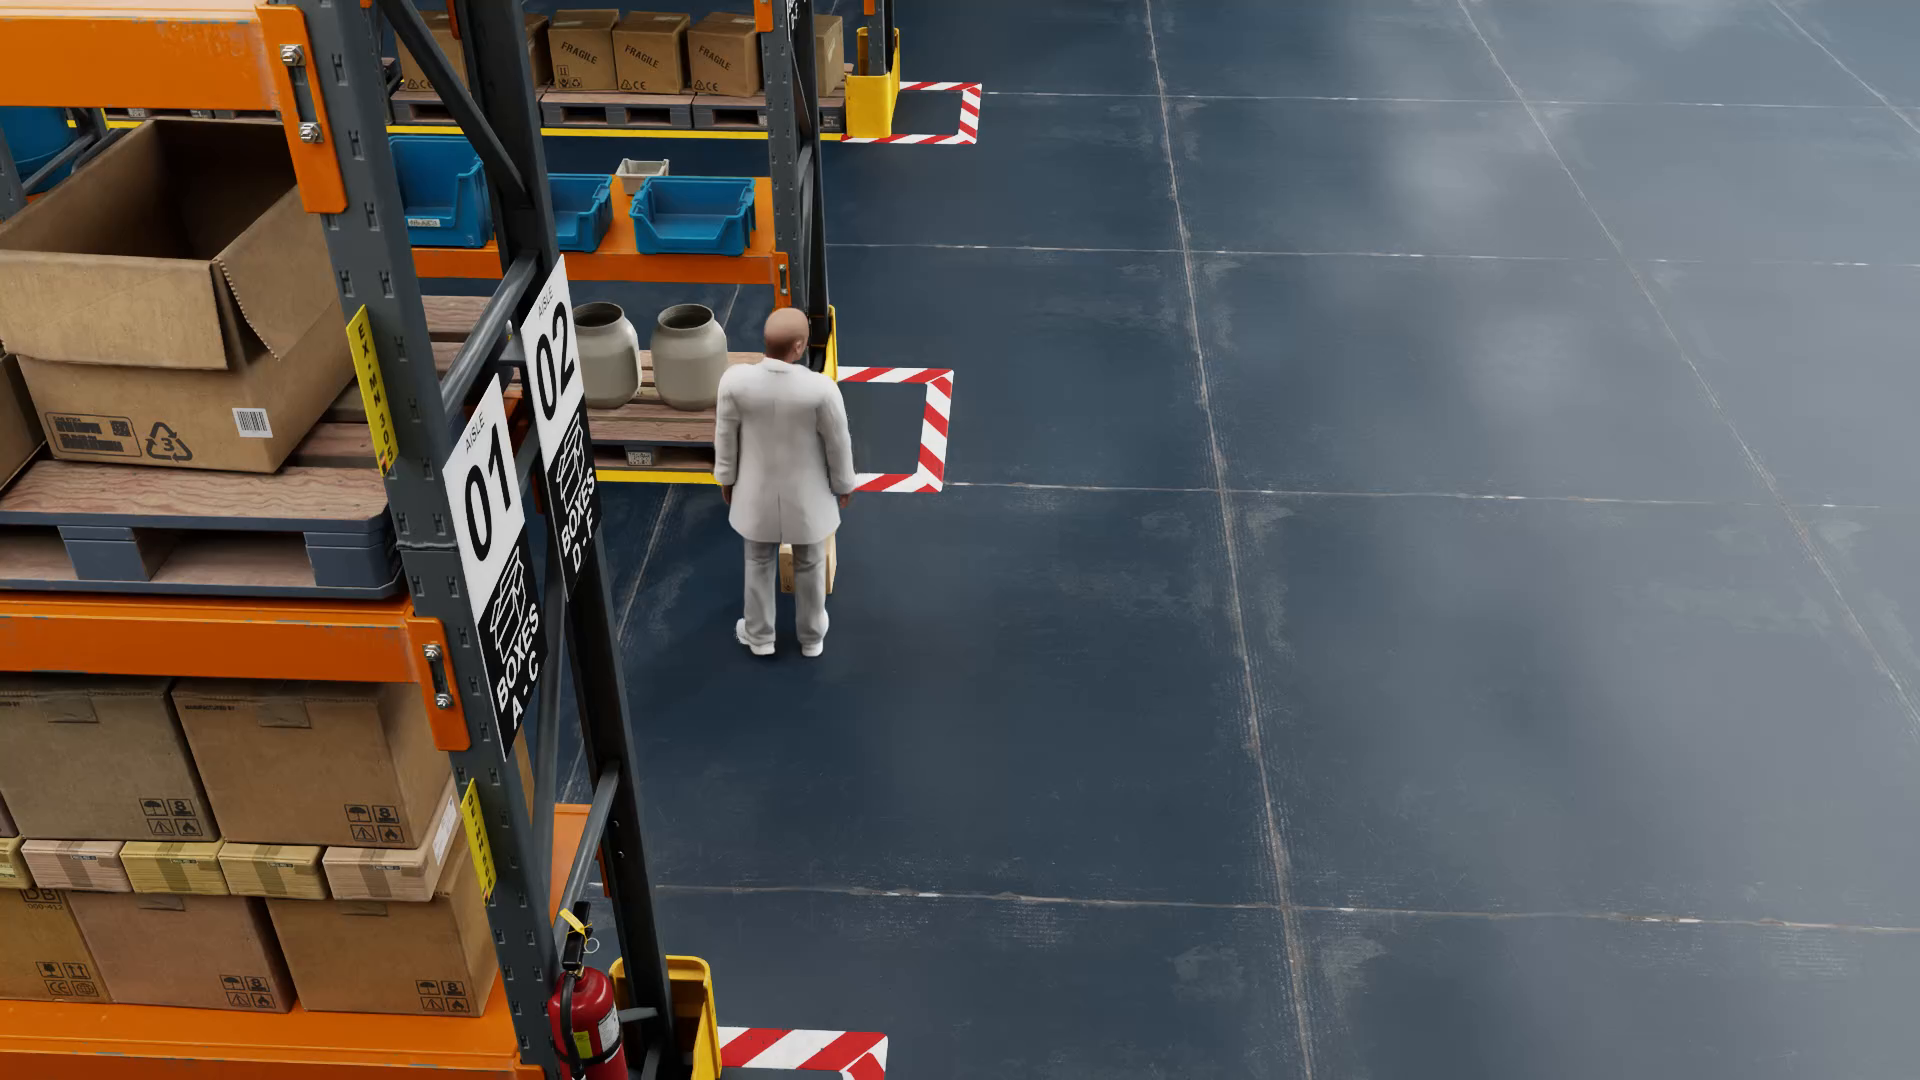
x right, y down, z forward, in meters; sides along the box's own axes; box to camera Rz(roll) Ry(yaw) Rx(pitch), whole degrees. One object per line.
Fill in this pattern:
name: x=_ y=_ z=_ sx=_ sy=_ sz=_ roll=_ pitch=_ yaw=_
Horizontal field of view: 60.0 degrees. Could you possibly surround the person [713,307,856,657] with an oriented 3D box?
person: x=-0.780 y=-0.250 z=7.496 sx=0.638 sy=1.818 sz=0.417 roll=2 pitch=35 yaw=3
